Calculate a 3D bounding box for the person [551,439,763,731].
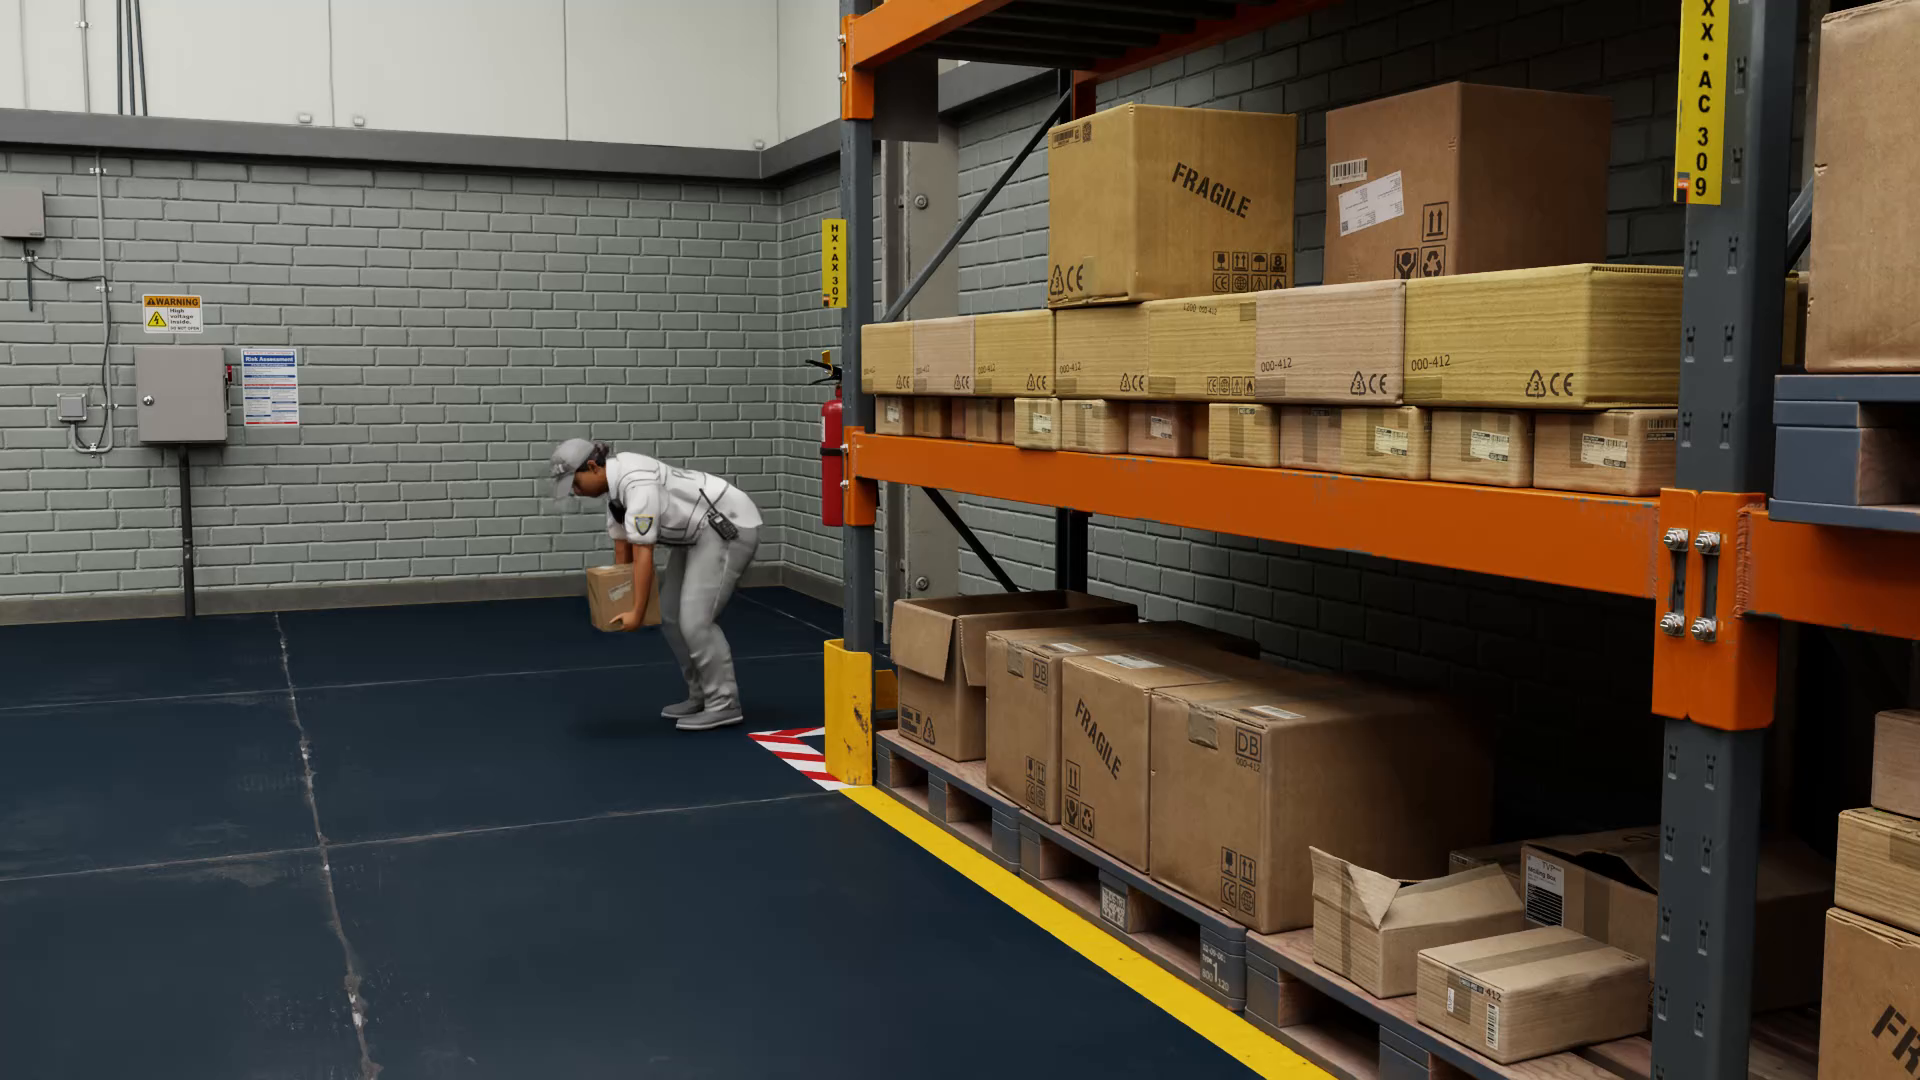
[{"bbox_3d":[-1.319,0.187,7.204,0.879,1.260,0.463,-3,6,-25],"label":"person"}]
